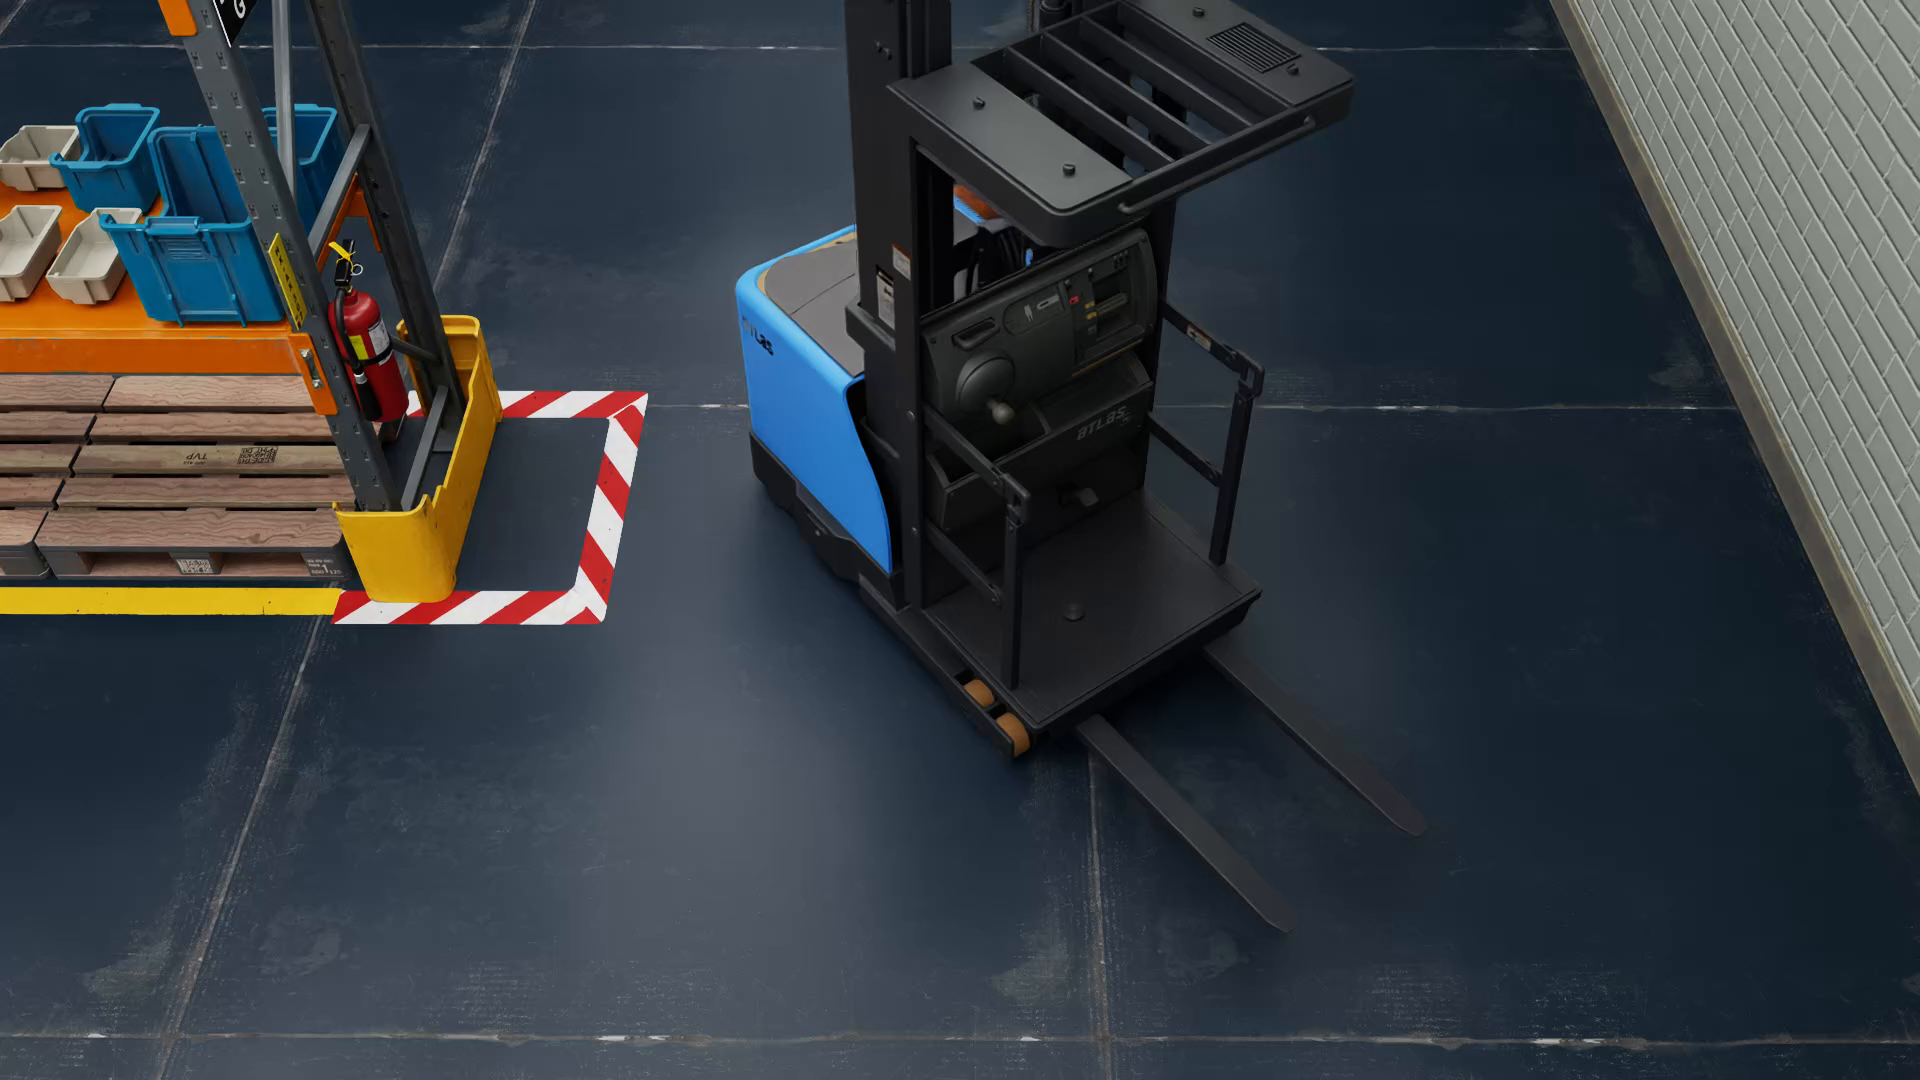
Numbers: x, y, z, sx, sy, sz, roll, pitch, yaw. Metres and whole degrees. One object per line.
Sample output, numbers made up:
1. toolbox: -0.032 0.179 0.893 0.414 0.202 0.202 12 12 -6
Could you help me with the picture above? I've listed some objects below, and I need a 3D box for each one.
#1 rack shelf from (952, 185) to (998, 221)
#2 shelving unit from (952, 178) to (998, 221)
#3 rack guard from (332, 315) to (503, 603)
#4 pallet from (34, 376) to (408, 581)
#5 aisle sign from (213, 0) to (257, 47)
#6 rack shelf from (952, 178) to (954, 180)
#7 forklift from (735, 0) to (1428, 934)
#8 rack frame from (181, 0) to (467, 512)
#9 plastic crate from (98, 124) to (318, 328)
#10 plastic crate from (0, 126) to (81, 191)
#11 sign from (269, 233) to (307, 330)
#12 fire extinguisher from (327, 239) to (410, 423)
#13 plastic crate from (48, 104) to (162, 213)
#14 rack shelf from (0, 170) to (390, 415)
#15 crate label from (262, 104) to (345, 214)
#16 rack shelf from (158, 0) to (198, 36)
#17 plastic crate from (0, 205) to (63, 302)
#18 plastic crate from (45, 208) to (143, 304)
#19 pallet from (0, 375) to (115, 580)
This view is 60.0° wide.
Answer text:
1. rack shelf: -0.015 -1.388 7.076 0.480 0.148 0.258 -11 43 -10
2. shelving unit: -0.011 -1.272 7.181 0.503 1.200 0.258 -11 43 -10
3. rack guard: -2.194 -0.350 6.815 0.348 0.500 1.175 0 47 0
4. pallet: -3.042 -0.273 6.941 1.213 0.211 1.003 0 47 0
5. aisle sign: -2.147 -1.864 4.740 0.004 0.787 0.394 0 47 0
6. rack shelf: -0.020 -1.564 6.918 0.480 0.148 0.258 -11 43 -10
7. forklift: 0.412 -0.615 5.401 1.130 2.935 3.031 -29 53 -24
8. rack frame: -2.218 -1.193 5.892 0.127 3.000 1.000 0 47 0
9. plastic crate: -2.553 -1.089 5.730 0.499 0.435 0.616 0 47 0
10. plastic crate: -3.462 -1.428 6.250 0.298 0.136 0.250 0 47 0
11. sign: -2.204 -0.846 5.457 0.005 0.325 0.100 0 47 0
12. fire extinguisher: -2.069 -0.706 5.746 0.183 0.674 0.296 0 47 0
13. plastic crate: -3.122 -1.399 6.158 0.300 0.233 0.416 0 47 0
14. rack shelf: -4.218 -0.953 6.160 4.000 0.370 1.077 0 47 0
15. crate label: -2.464 -1.398 6.156 0.303 0.233 0.416 0 47 0
16. rack shelf: -4.218 -1.975 5.062 4.000 0.370 1.077 0 47 0
17. plastic crate: -3.324 -1.004 5.855 0.243 0.136 0.396 0 47 0
18. plastic crate: -3.034 -0.993 5.845 0.243 0.136 0.396 0 47 0
19. pallet: -4.259 -0.279 6.946 1.213 0.211 1.003 0 47 0
